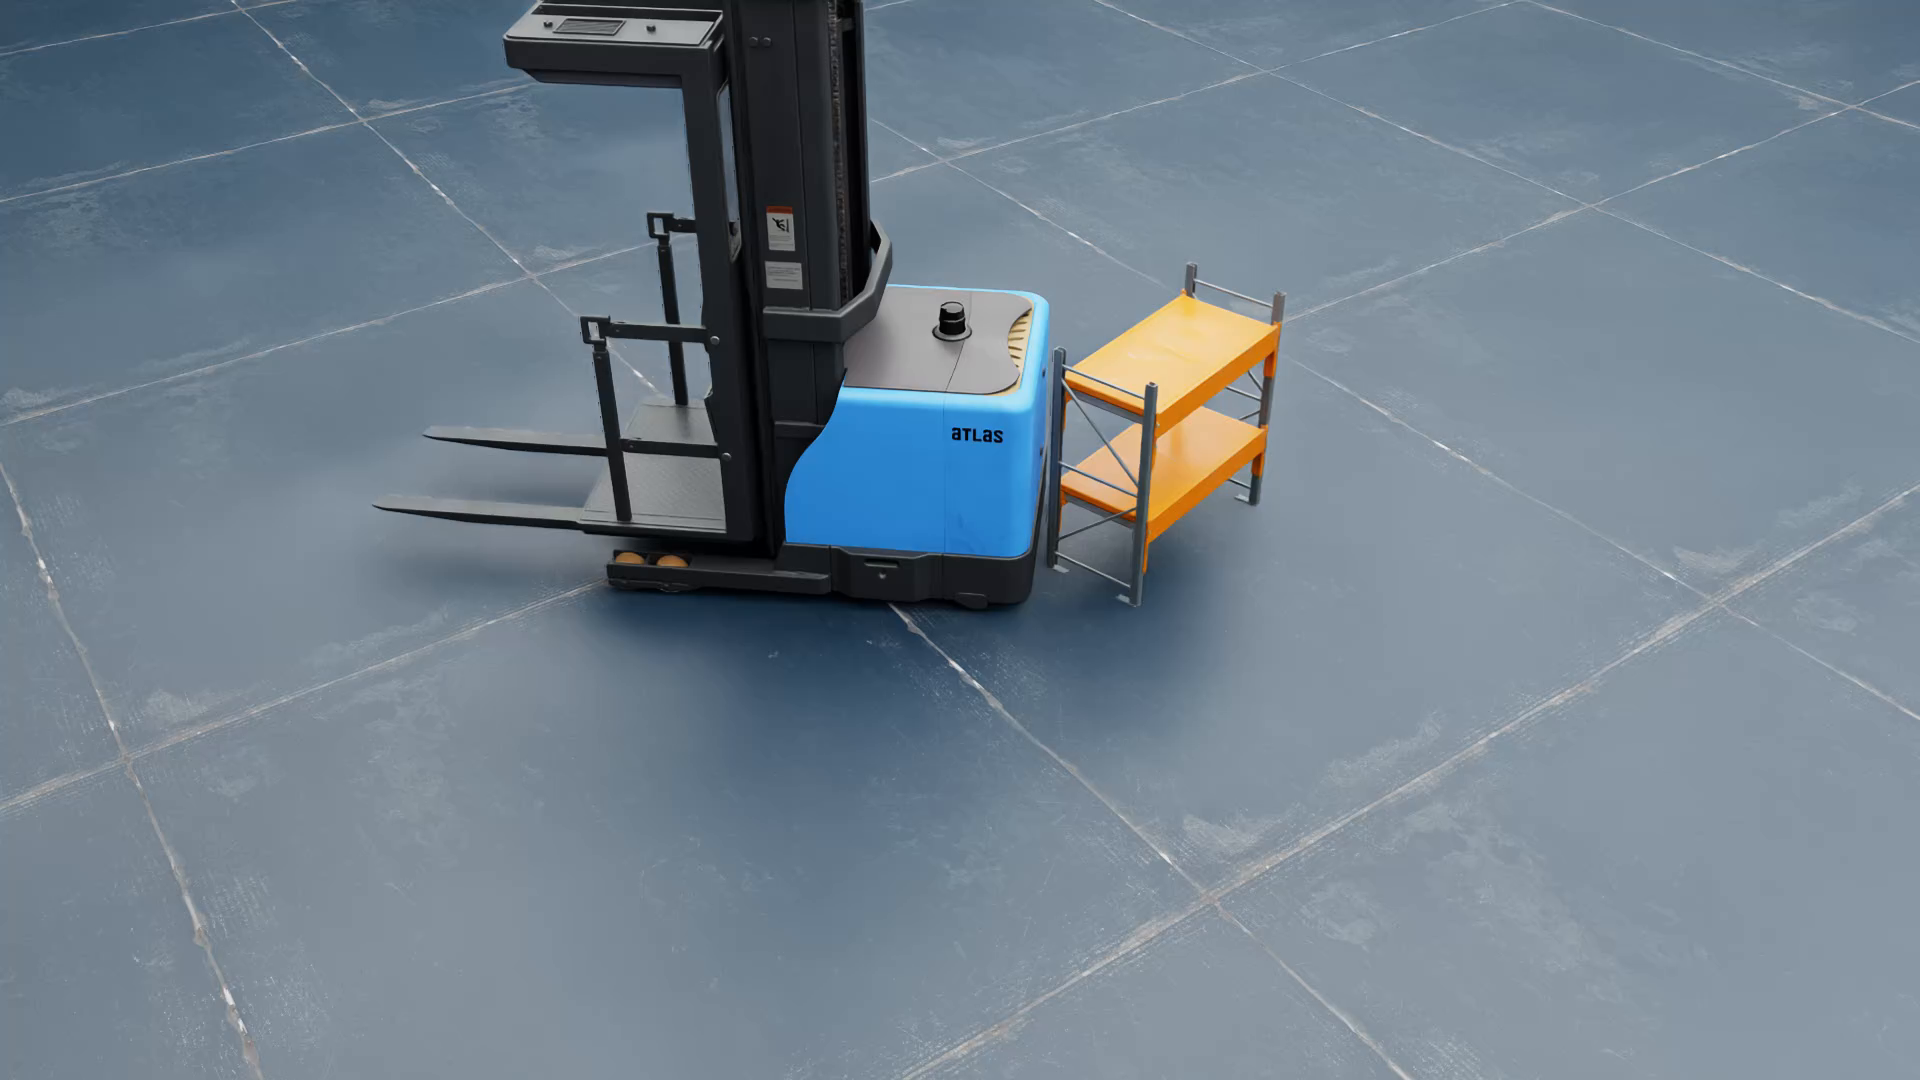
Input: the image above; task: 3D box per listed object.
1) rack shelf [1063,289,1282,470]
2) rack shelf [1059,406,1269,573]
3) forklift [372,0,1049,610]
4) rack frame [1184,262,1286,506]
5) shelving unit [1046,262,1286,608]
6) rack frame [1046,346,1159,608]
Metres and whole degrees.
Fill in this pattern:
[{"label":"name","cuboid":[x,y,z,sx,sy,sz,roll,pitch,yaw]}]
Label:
[{"label":"rack shelf","cuboid":[0.916,-0.724,7.292,0.538,0.278,1.000,25,43,31]},{"label":"rack shelf","cuboid":[0.916,-0.288,7.605,0.538,0.278,1.000,25,43,31]},{"label":"forklift","cuboid":[-1.142,-1.255,6.985,3.031,2.935,1.130,4,36,6]},{"label":"rack frame","cuboid":[1.235,-0.717,7.783,0.500,1.125,0.032,25,43,31]},{"label":"shelving unit","cuboid":[0.916,-0.486,7.463,0.538,1.125,1.048,25,43,31]},{"label":"rack frame","cuboid":[0.596,-0.255,7.142,0.500,1.125,0.032,25,43,31]}]
